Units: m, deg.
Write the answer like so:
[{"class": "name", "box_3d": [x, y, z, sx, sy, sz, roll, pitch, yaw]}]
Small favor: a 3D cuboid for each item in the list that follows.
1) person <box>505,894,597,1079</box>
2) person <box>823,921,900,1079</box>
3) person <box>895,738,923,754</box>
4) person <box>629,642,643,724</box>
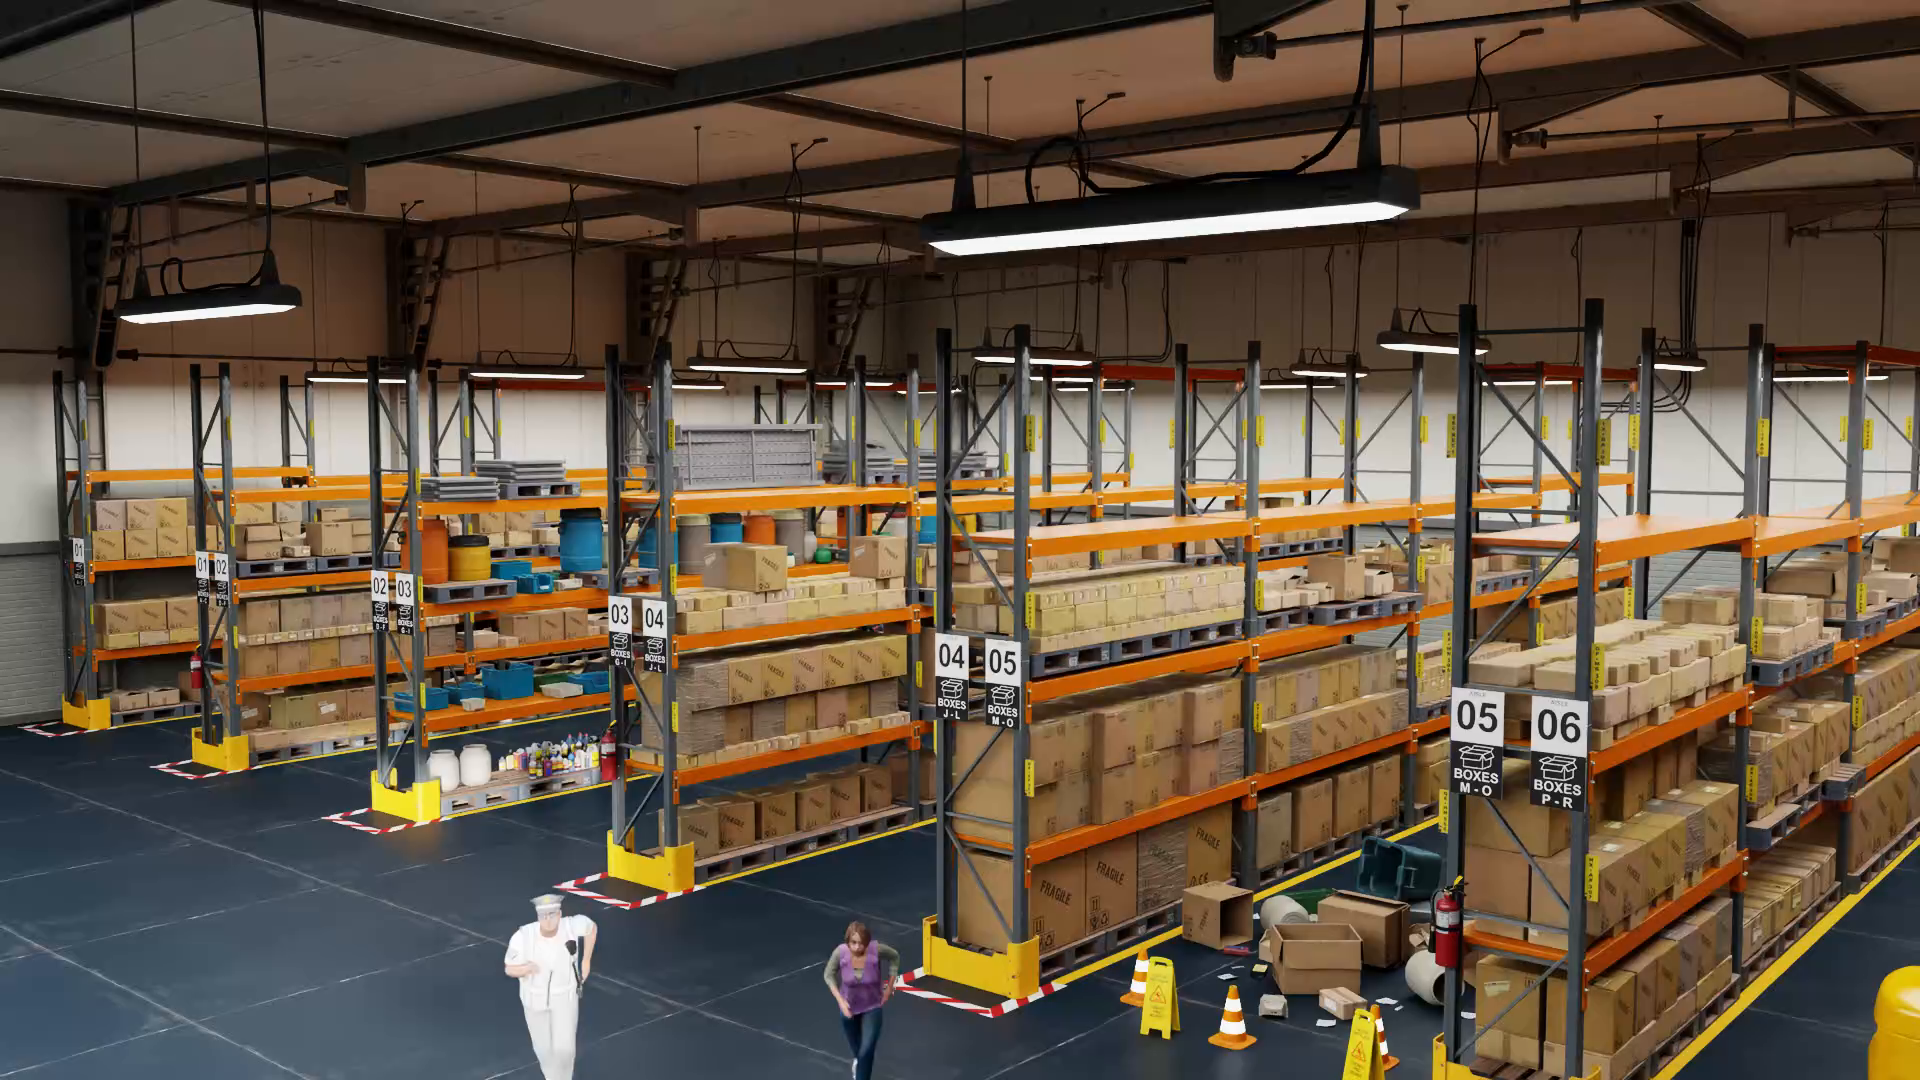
[{"class": "person", "box_3d": [-3.025, 3.407, 12.330, 0.641, 1.718, 0.907, -1, 4, -9]}, {"class": "person", "box_3d": [-0.735, 3.522, 12.481, 0.572, 1.547, 0.916, 0, 4, -4]}, {"class": "person", "box_3d": [-0.886, 2.575, 25.552, 0.611, 1.560, 0.947, 4, 6, 44]}, {"class": "person", "box_3d": [-5.461, 2.262, 28.297, 0.661, 1.736, 0.596, 3, 5, 34]}]
